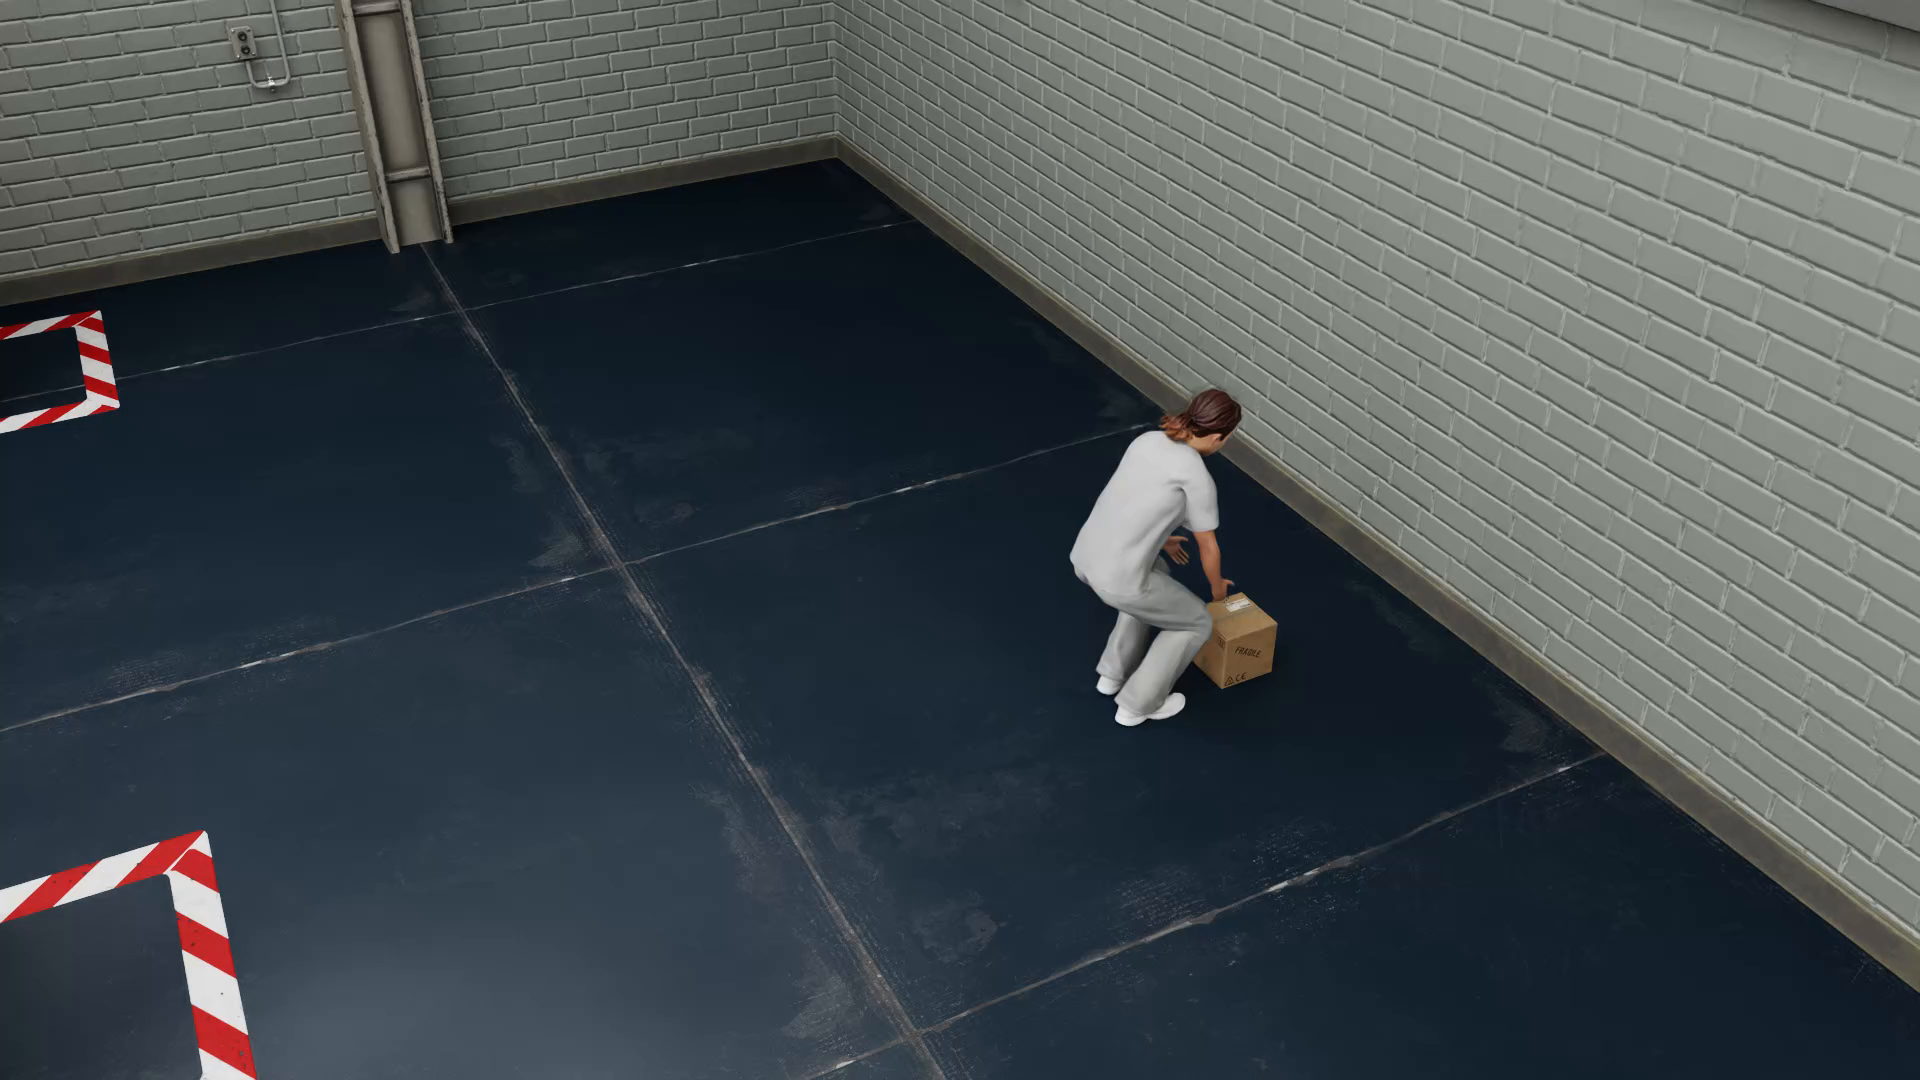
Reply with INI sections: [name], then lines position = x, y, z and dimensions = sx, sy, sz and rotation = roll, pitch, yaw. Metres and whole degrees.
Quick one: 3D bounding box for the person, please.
[person]
position = 0.739, 0.077, 6.399
dimensions = 0.683, 1.270, 0.491
rotation = -16, 36, -23
